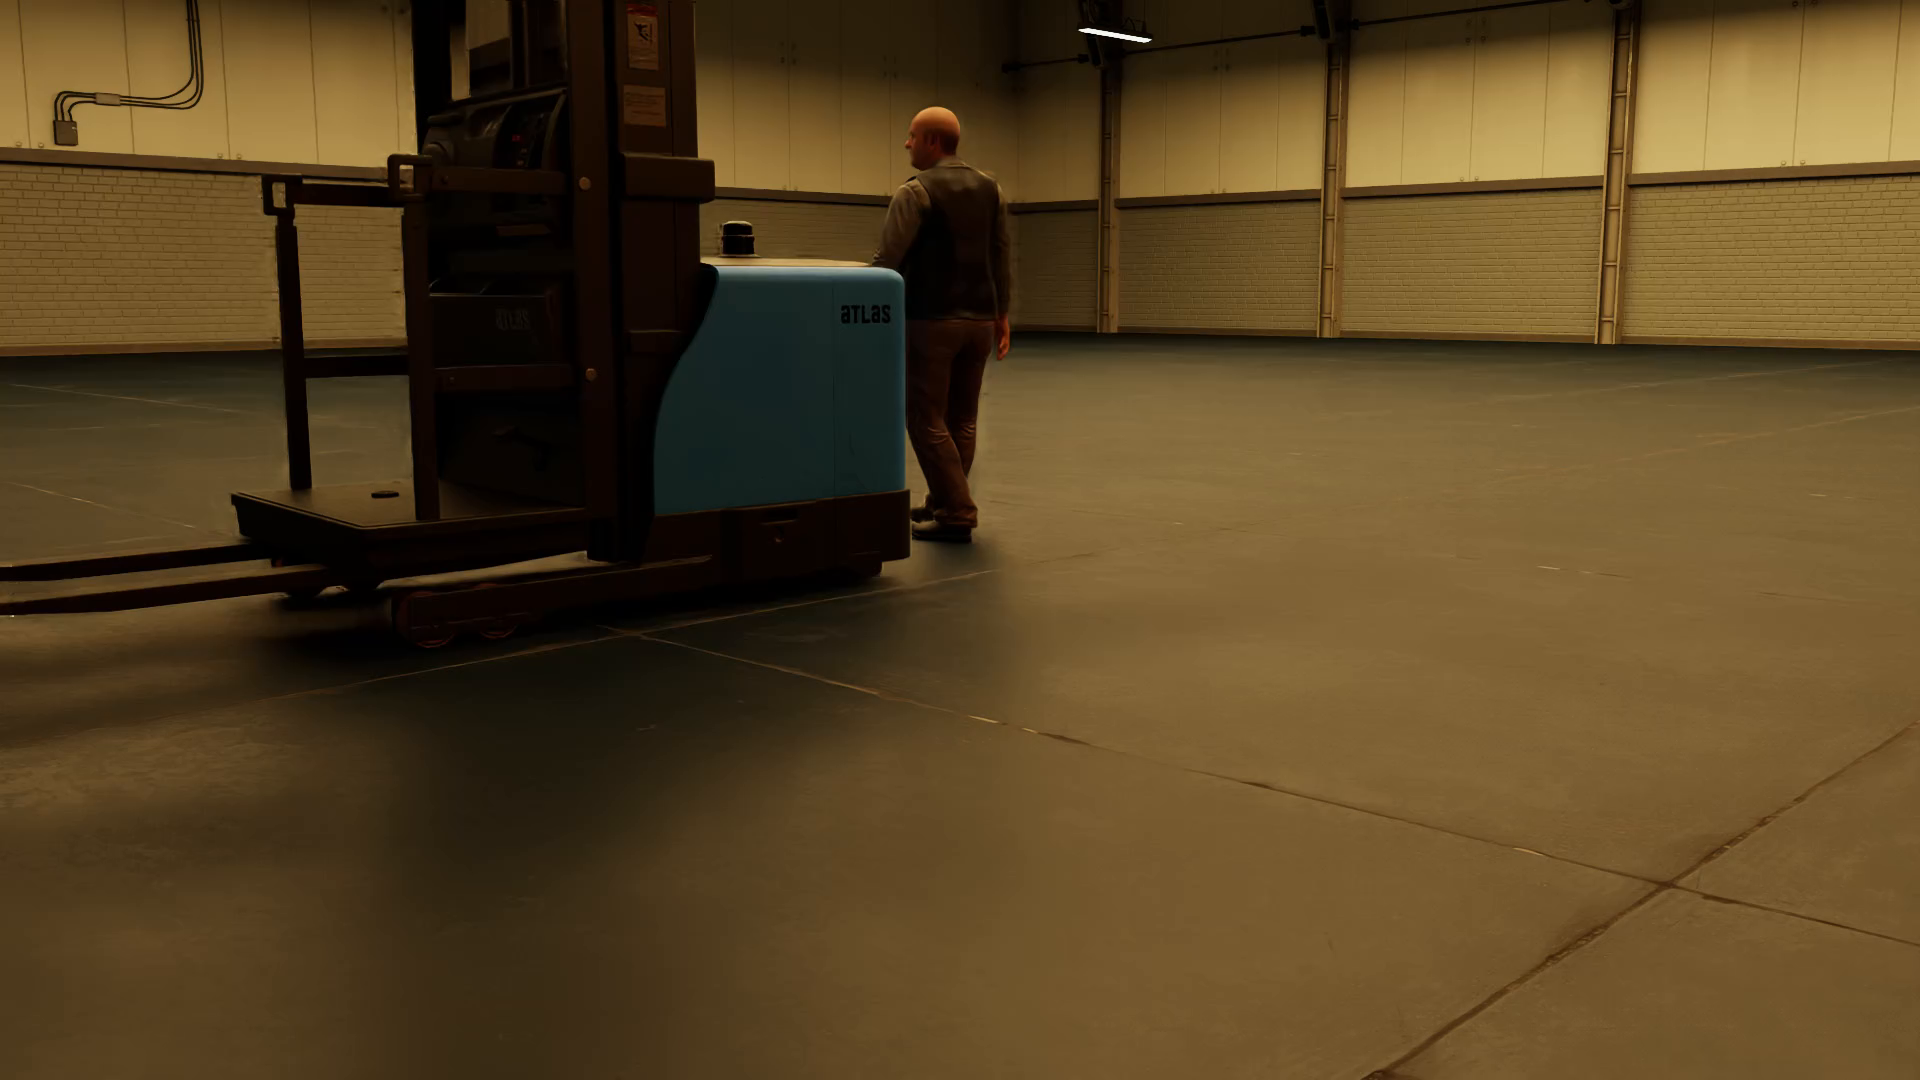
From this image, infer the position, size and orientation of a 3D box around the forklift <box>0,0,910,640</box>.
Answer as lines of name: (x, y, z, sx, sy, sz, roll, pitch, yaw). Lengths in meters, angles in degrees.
forklift: (-1.619, -1.231, 5.047, 3.031, 2.935, 1.130, -7, 11, -40)

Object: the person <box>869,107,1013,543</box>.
person: (-0.147, -0.812, 6.723, 0.686, 1.621, 0.601, -8, 12, -42)
